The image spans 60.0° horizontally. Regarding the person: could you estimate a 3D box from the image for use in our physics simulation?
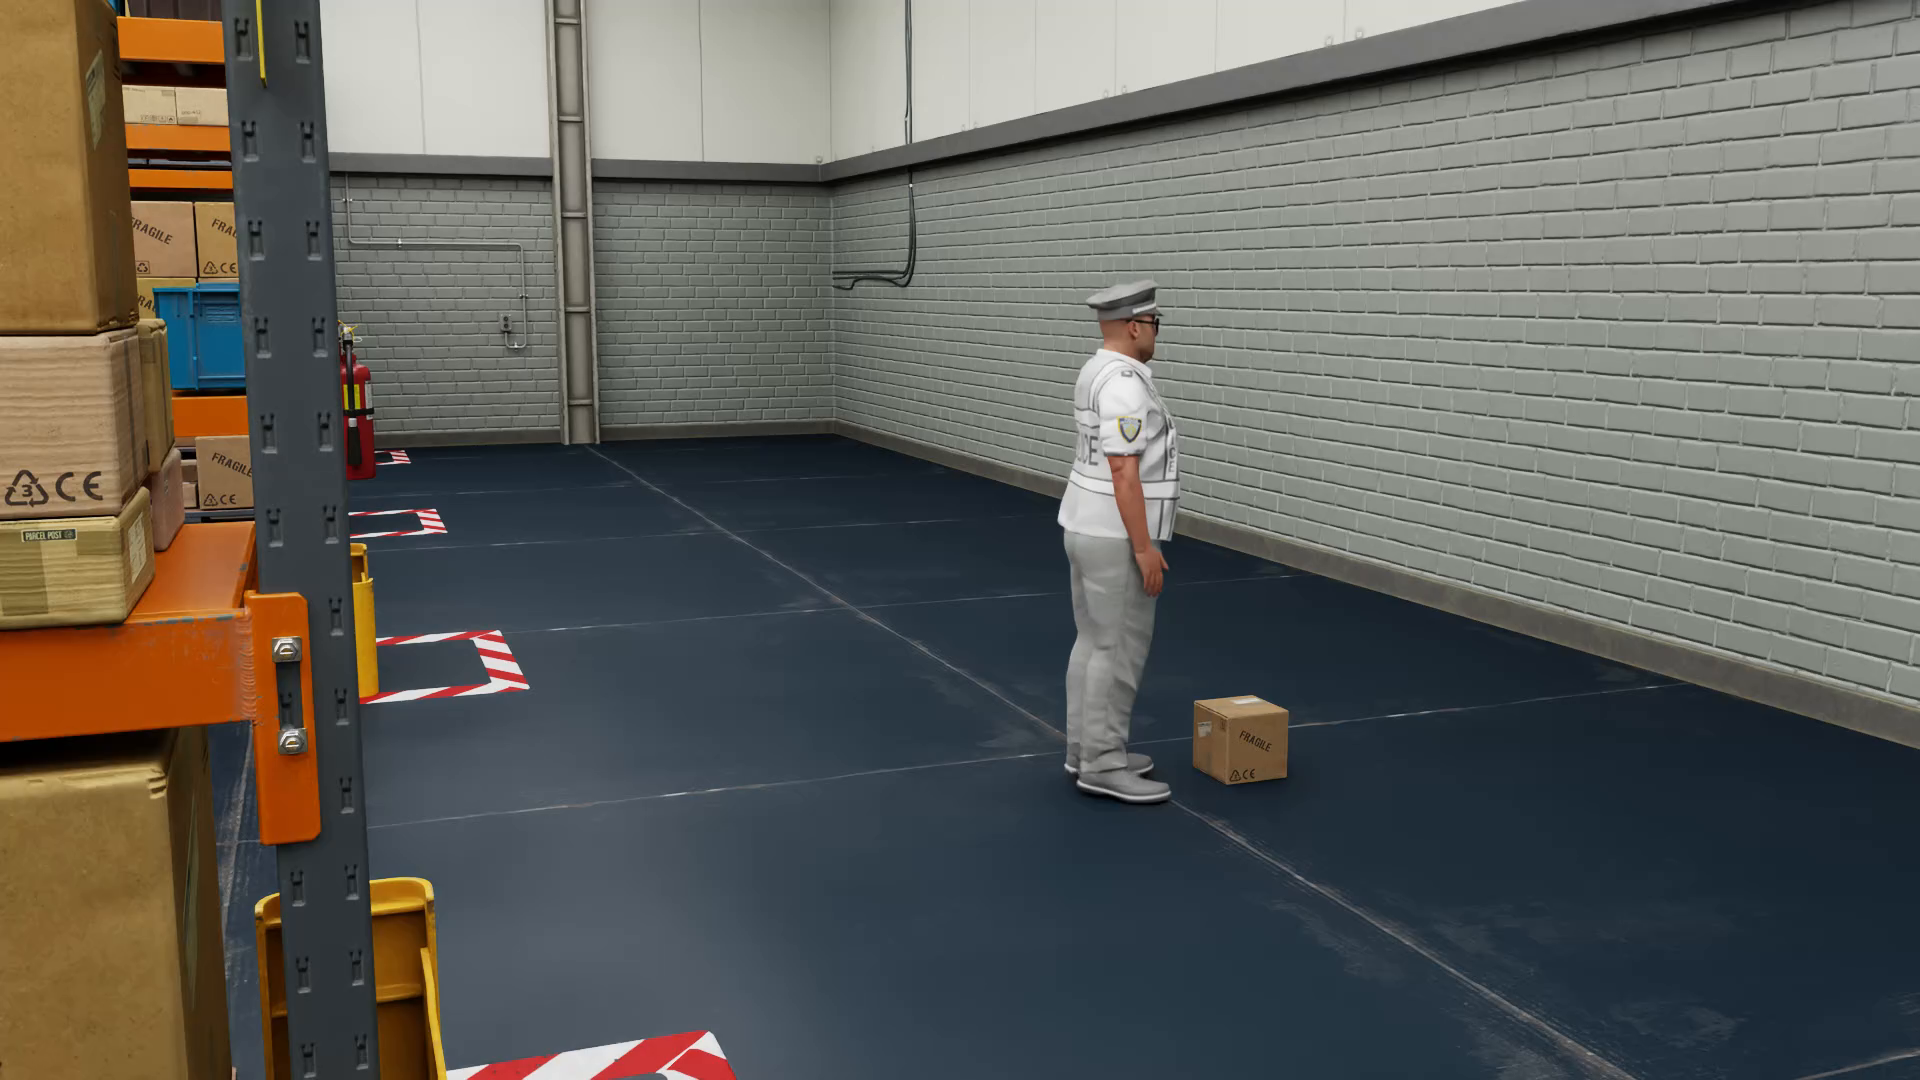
[{"bbox_3d":[0.548,-0.010,5.764,0.402,1.773,0.562,-1,9,-8],"label":"person"}]
